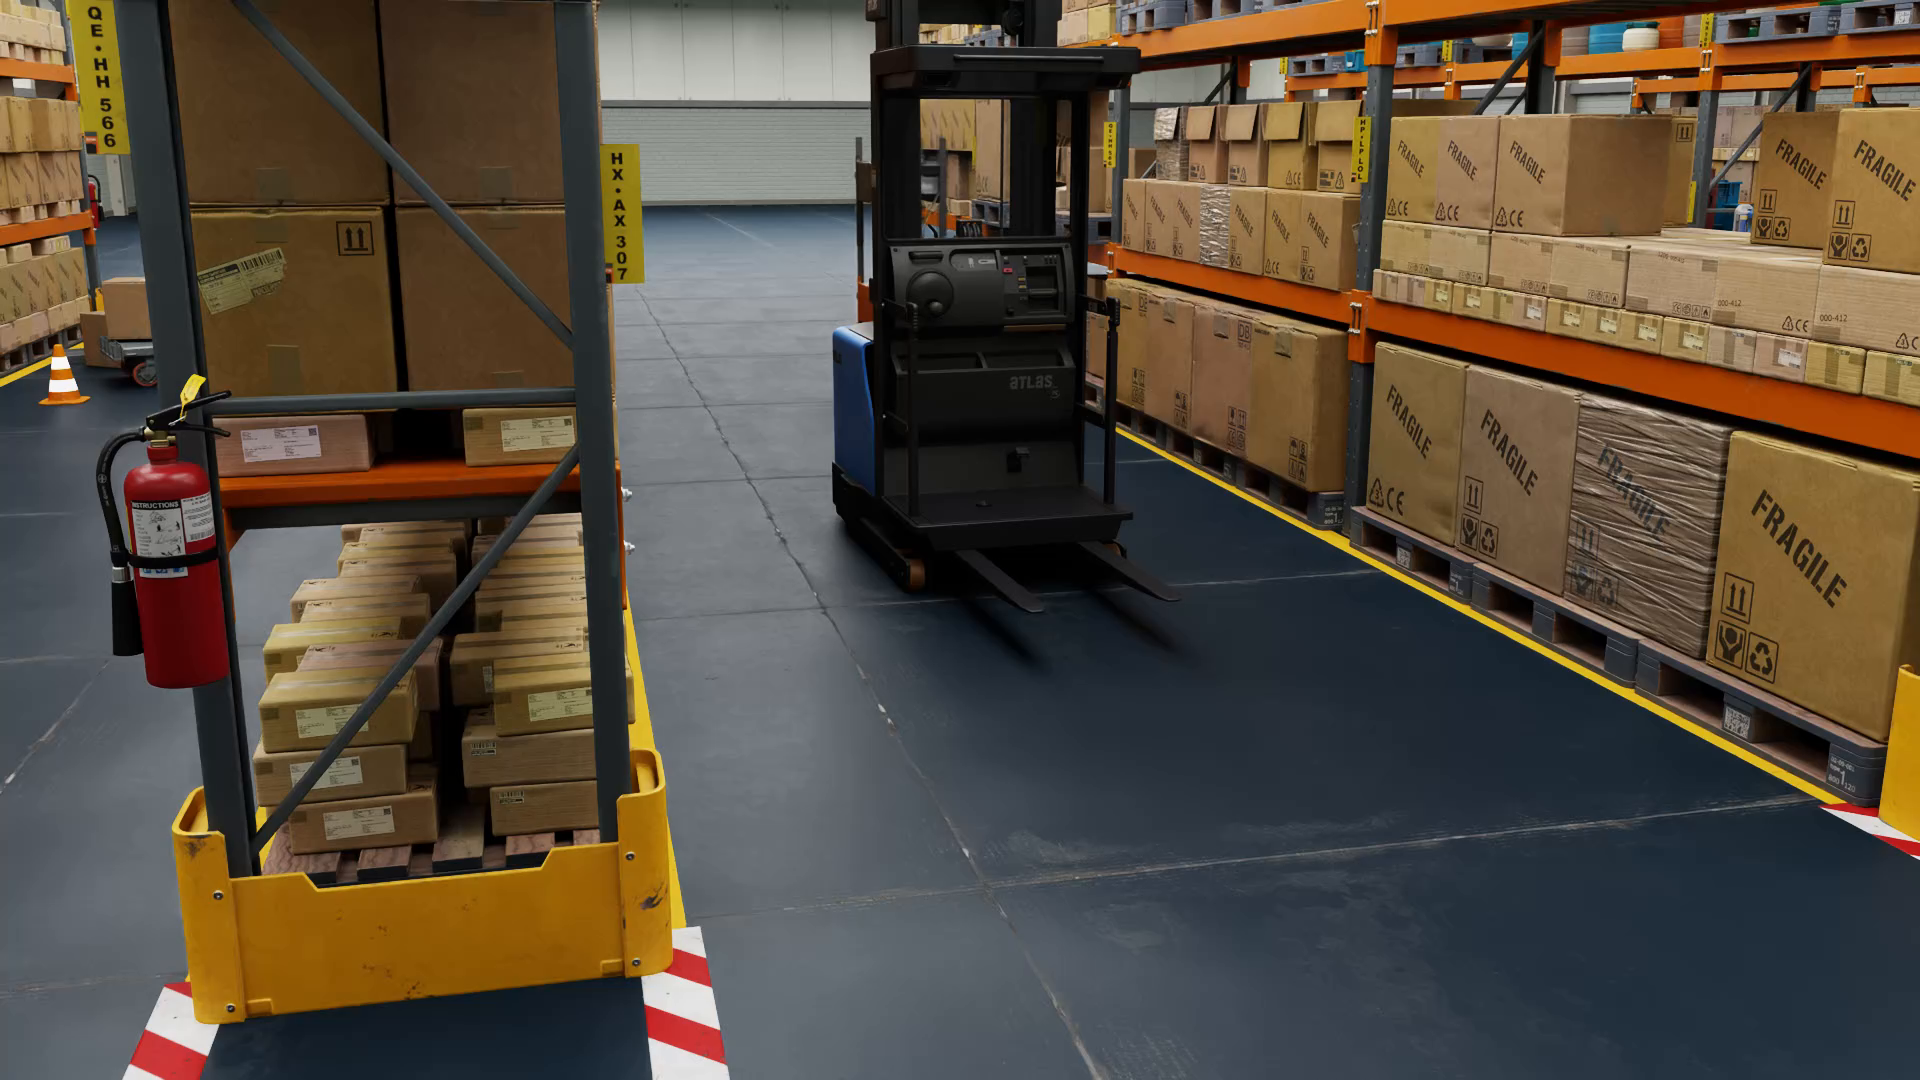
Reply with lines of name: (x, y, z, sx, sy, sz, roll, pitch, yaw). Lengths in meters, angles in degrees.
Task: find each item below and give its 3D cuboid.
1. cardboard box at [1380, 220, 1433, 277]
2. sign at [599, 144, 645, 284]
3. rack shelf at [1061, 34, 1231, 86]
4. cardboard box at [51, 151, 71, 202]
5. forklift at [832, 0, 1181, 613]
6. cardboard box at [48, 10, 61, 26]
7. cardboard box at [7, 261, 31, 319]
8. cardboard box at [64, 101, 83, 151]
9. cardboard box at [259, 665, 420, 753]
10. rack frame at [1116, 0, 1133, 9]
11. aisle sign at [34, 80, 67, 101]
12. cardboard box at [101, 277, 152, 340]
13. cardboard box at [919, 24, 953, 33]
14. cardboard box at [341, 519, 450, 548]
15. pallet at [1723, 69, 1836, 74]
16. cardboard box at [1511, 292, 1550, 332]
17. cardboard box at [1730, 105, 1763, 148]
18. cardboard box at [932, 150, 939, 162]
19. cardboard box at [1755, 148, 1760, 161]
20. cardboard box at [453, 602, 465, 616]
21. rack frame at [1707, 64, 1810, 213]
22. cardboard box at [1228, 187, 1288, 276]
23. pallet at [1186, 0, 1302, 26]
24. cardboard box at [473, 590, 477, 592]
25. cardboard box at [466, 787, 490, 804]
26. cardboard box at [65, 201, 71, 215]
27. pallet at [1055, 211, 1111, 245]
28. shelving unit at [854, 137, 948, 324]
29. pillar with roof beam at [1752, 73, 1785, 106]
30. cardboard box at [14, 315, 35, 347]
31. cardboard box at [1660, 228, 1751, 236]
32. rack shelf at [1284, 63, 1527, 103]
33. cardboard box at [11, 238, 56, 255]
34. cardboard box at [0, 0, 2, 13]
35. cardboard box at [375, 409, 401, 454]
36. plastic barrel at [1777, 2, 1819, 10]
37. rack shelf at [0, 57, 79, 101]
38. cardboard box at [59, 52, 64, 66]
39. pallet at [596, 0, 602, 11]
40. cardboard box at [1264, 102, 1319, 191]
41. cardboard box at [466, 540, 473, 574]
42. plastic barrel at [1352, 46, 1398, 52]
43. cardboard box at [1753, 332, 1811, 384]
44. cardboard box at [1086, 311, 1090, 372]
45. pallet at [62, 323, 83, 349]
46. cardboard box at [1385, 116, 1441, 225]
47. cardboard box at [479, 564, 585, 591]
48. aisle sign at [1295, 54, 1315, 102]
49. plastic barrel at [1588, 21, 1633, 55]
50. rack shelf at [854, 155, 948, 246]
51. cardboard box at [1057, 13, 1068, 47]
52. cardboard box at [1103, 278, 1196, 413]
cardboard box: (2.428, -1.447, 8.217, 0.500, 0.250, 0.500, -4, 14, -14)
sign: (-0.806, -0.773, 3.946, 0.100, 0.325, 0.005, -3, 14, -13)
rack shelf: (1.163, -3.990, 14.133, 1.077, 0.370, 4.000, -3, 14, -13)
cardboard box: (-9.370, -3.681, 16.838, 0.500, 0.500, 0.500, -3, 14, -13)
forklift: (0.179, -1.249, 7.999, 1.129, 2.867, 3.031, -4, 14, -16)
cardboard box: (-9.512, -5.375, 17.135, 0.380, 0.149, 0.250, -3, 14, -13)
cardboard box: (-8.953, -2.298, 15.340, 0.500, 0.500, 0.500, -3, 14, -11)
cardboard box: (-9.547, -4.287, 17.210, 0.700, 0.500, 0.500, -4, 14, -15)
cardboard box: (-1.704, 0.462, 4.585, 0.380, 0.149, 0.250, -3, 14, -13)
rack frame: (1.633, -5.335, 11.803, 1.000, 3.000, 0.127, -3, 14, -13)
aisle sign: (-9.611, -5.007, 17.624, 0.394, 0.787, 0.004, -3, 14, -13)
cardboard box: (-7.216, -2.051, 14.672, 0.500, 0.500, 0.500, -3, 14, -13)
cardboard box: (-0.160, -5.802, 18.143, 0.500, 0.500, 0.500, -3, 14, -13)
cardboard box: (-2.215, -0.017, 6.546, 0.380, 0.149, 0.250, -3, 14, -12)
pallet: (9.815, -5.785, 20.152, 1.003, 0.211, 1.213, -3, 14, -13)
cardboard box: (2.623, -0.990, 7.189, 0.380, 0.149, 0.250, -3, 14, -13)
cardboard box: (9.860, -5.023, 20.222, 0.700, 0.500, 0.500, -3, 14, -13)
cardboard box: (0.166, -4.104, 18.570, 0.875, 0.500, 0.500, -3, 14, -13)
cardboard box: (9.755, -4.602, 19.867, 0.380, 0.149, 0.250, -3, 14, -12)
cardboard box: (-2.123, 0.270, 6.625, 0.380, 0.149, 0.250, -4, 14, -16)
rack frame: (6.444, -2.697, 13.644, 0.949, 2.616, 0.053, -3, 14, -13)
cardboard box: (1.958, -1.874, 10.066, 0.500, 0.500, 0.500, -3, 14, -14)
pallet: (2.101, -3.383, 10.530, 1.003, 0.211, 1.213, -3, 14, -11)
cardboard box: (-1.627, 0.217, 6.214, 0.380, 0.149, 0.250, -3, 14, -11)
cardboard box: (-1.286, 0.664, 5.010, 0.380, 0.149, 0.250, -3, 14, -13)
cardboard box: (-9.376, -3.405, 17.073, 0.380, 0.149, 0.250, -4, 14, -14)
pallet: (1.362, -2.486, 13.186, 1.213, 0.211, 1.003, -3, 14, -13)
shelving unit: (-0.343, -1.281, 9.746, 0.431, 2.100, 0.503, -4, 14, -16)
pillar with roof beam: (9.610, -9.040, 26.967, 9.100, 9.000, 0.400, -3, 14, -13)
cardboard box: (-8.952, -1.933, 15.428, 0.500, 0.250, 0.500, -2, 14, -10)
cardboard box: (3.175, -1.245, 7.393, 0.500, 0.250, 0.500, -3, 14, -12)
rack shelf: (5.038, -5.189, 19.040, 1.077, 0.370, 4.000, -3, 14, -13)
cardboard box: (-9.169, -2.891, 16.403, 0.380, 0.149, 0.250, -3, 14, -11)
cardboard box: (-9.141, -4.958, 15.431, 0.380, 0.149, 0.250, -3, 14, -12)
cardboard box: (-1.706, -0.319, 4.441, 0.380, 0.149, 0.250, -3, 14, -13)
plastic barrel: (6.578, -4.435, 12.652, 0.600, 0.830, 0.708, -3, 14, -13)
rack shelf: (-9.409, -4.360, 15.649, 1.077, 0.370, 4.000, -3, 14, -13)
cardboard box: (-9.523, -4.982, 17.209, 0.380, 0.149, 0.250, -3, 14, -13)
pallet: (-2.561, -2.998, 8.954, 1.213, 0.211, 1.003, -3, 14, -13)
cardboard box: (2.264, -2.340, 9.859, 0.797, 0.503, 0.637, -3, 14, -13)
cardboard box: (-2.199, 0.063, 6.844, 0.380, 0.149, 0.250, -4, 14, -16)
plastic barrel: (4.960, -6.039, 19.723, 0.600, 0.588, 0.600, 0, 14, 0)
cardboard box: (2.987, -0.635, 5.735, 0.380, 0.149, 0.250, -3, 14, -13)
cardboard box: (1.313, -1.701, 13.908, 0.700, 0.500, 0.500, -5, 14, -18)
pallet: (-9.704, -2.152, 17.292, 1.003, 0.211, 1.213, -3, 14, -13)
cardboard box: (2.436, -1.809, 8.121, 0.500, 0.500, 0.500, -3, 14, -13)
cardboard box: (-1.437, 0.191, 5.694, 0.380, 0.149, 0.250, -3, 14, -11)
aisle sign: (4.267, -5.805, 20.892, 0.394, 0.787, 0.004, -3, 14, -13)
plastic barrel: (6.146, -4.913, 15.341, 0.600, 0.901, 0.708, -3, 14, -13)
rack shelf: (-0.343, -1.948, 9.583, 0.431, 0.518, 0.480, -4, 14, -16)
cardboard box: (1.038, -4.131, 13.510, 0.500, 0.250, 0.500, -3, 14, -12)
cardboard box: (1.775, -1.432, 12.061, 1.225, 0.875, 0.875, -4, 14, -16)
